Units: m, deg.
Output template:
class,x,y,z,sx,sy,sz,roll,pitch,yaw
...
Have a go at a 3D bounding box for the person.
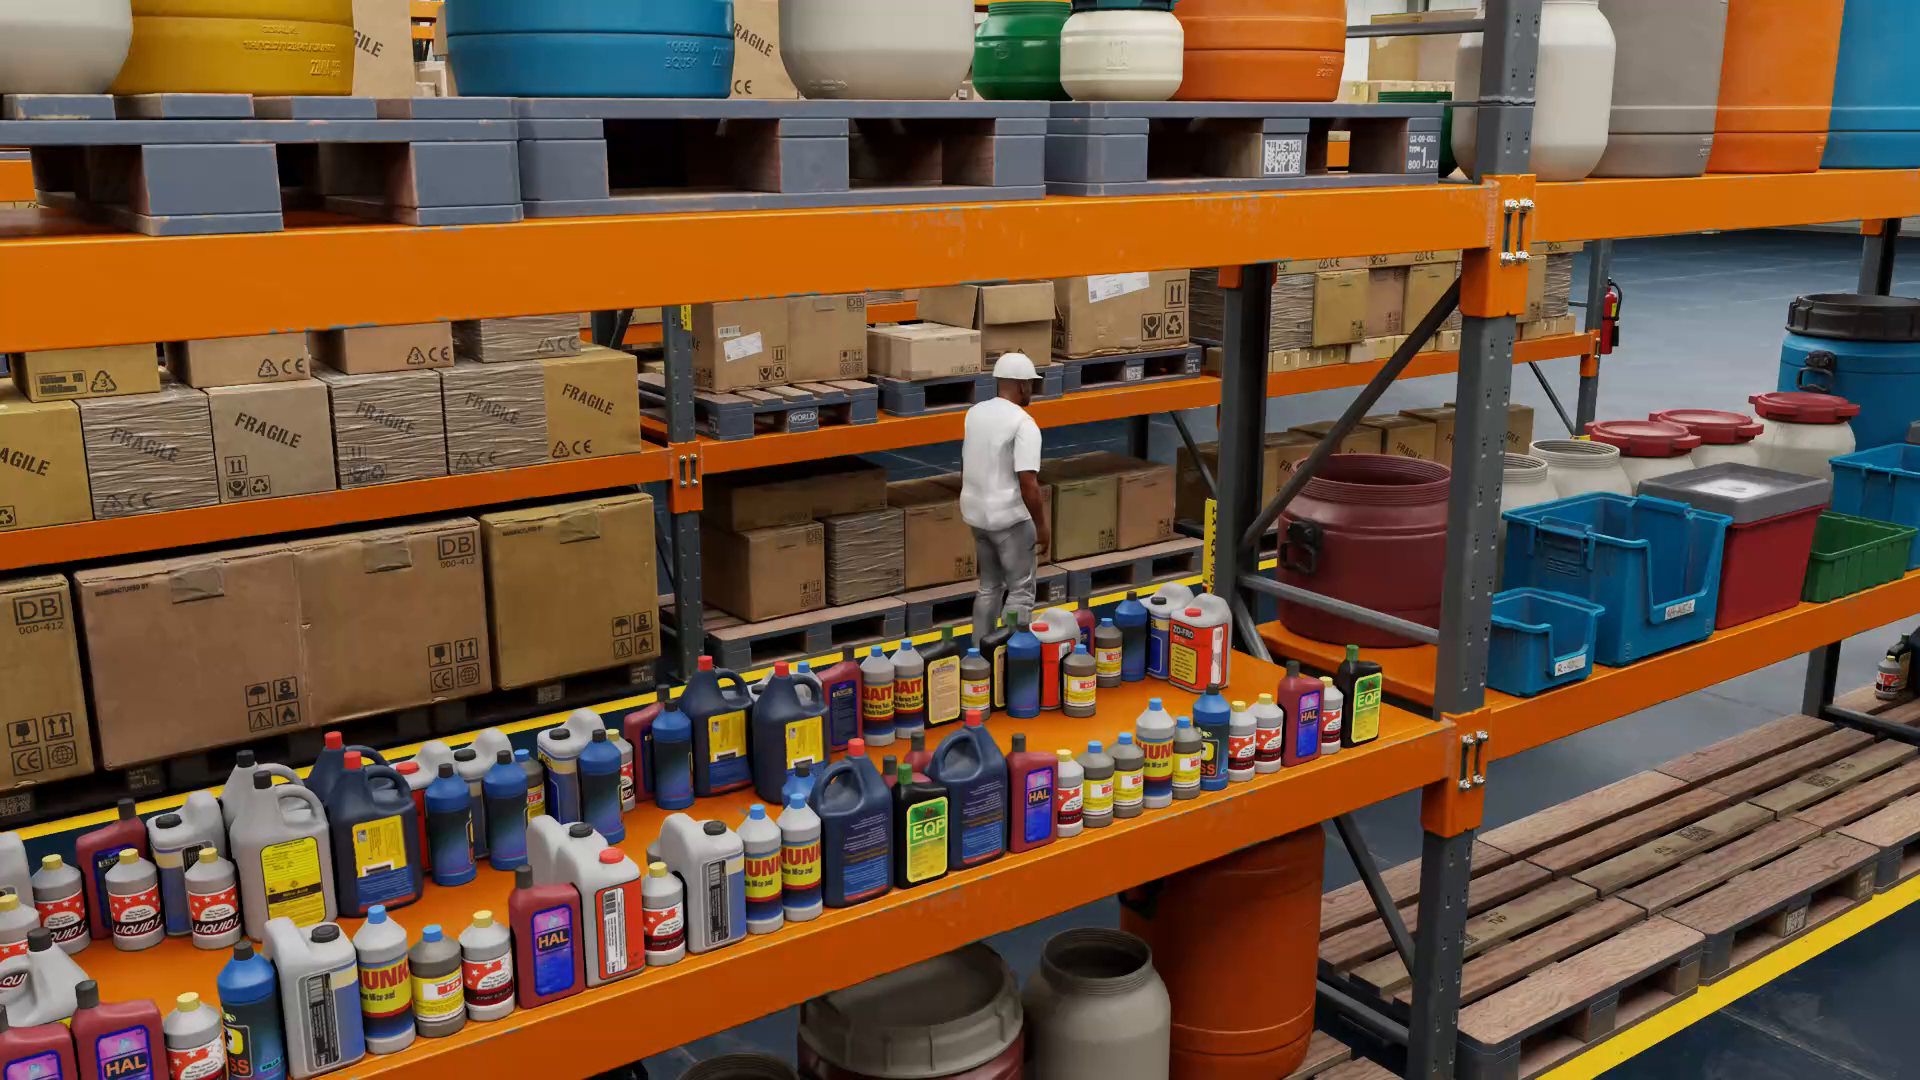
class,x,y,z,sx,sy,sz,roll,pitch,yaw
person,0.252,-0.125,8.957,0.457,1.761,0.626,-10,18,-34
